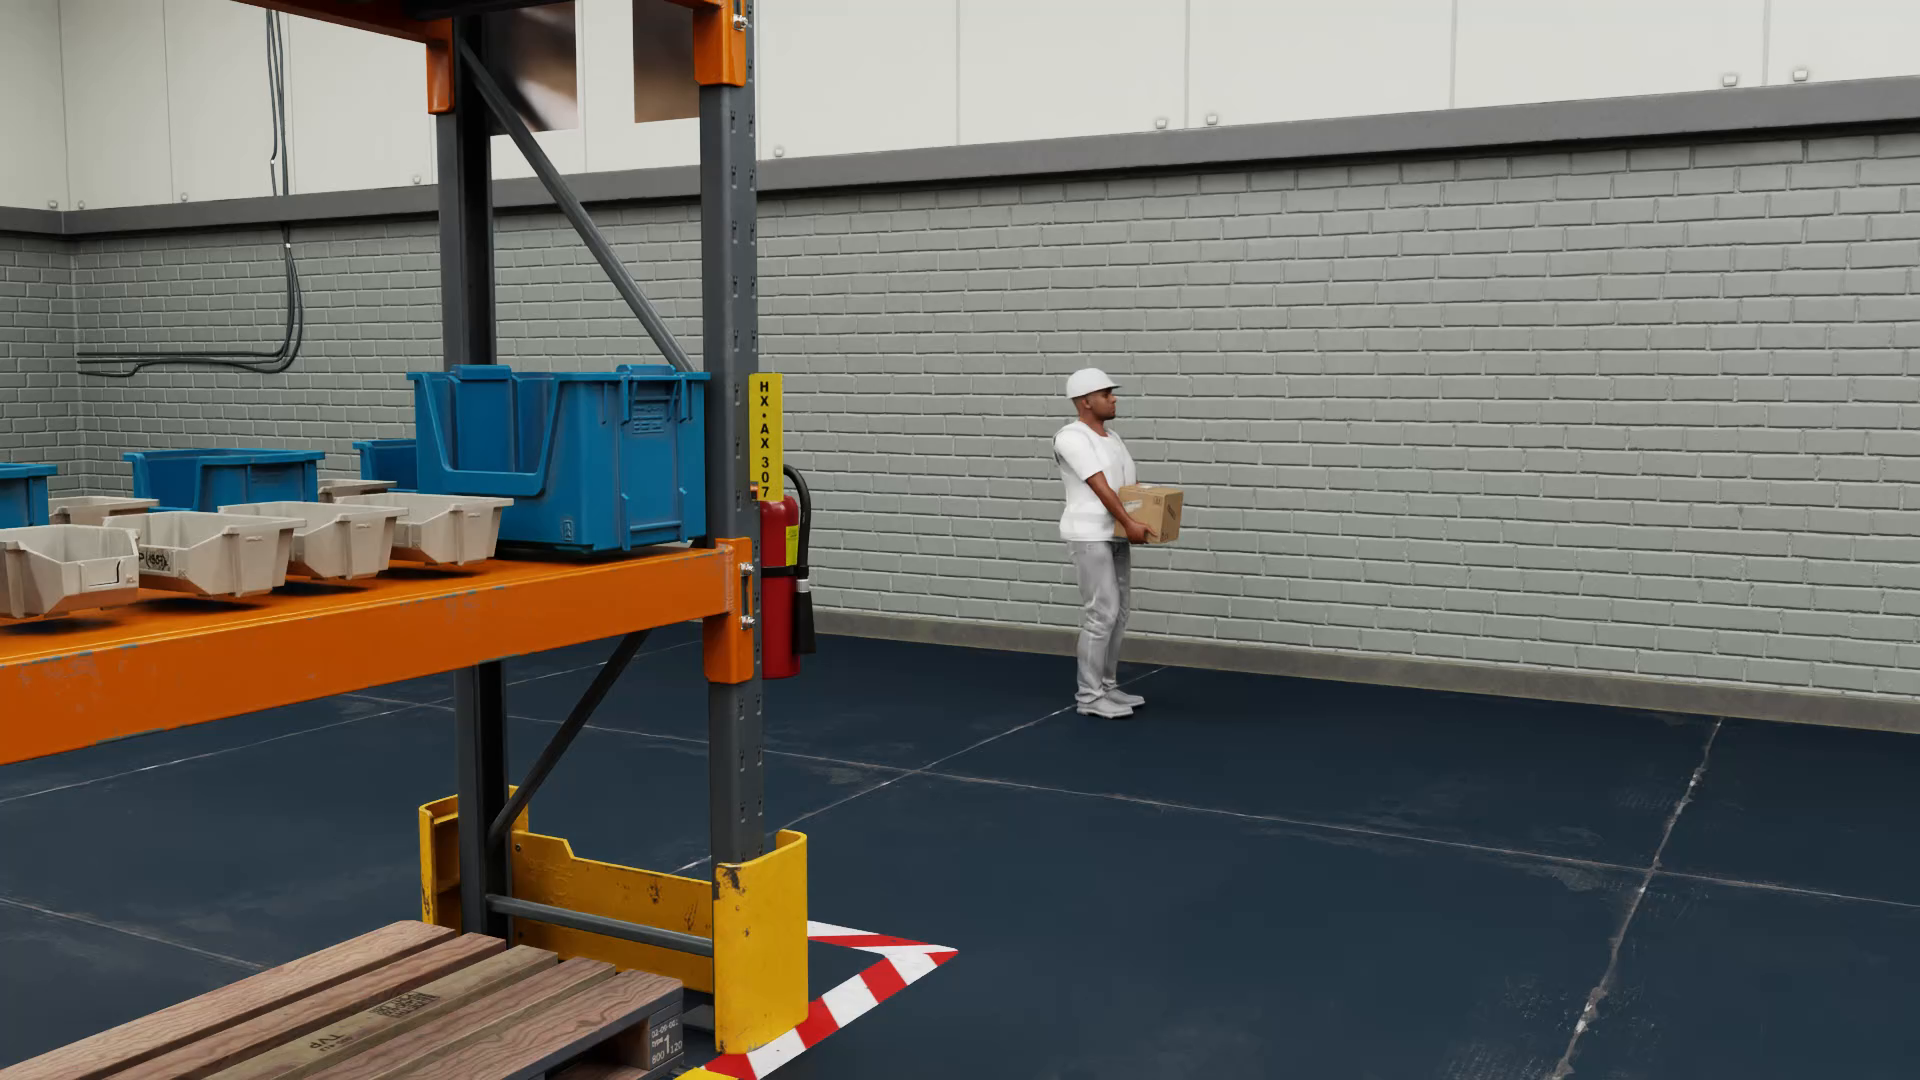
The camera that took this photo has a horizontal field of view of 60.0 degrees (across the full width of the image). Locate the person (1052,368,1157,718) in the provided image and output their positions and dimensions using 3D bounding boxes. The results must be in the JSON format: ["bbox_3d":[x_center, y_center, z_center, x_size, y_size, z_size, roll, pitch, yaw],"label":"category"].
[{"bbox_3d":[0.794,0.009,8.480,0.577,1.758,0.503,3,7,29],"label":"person"}]
